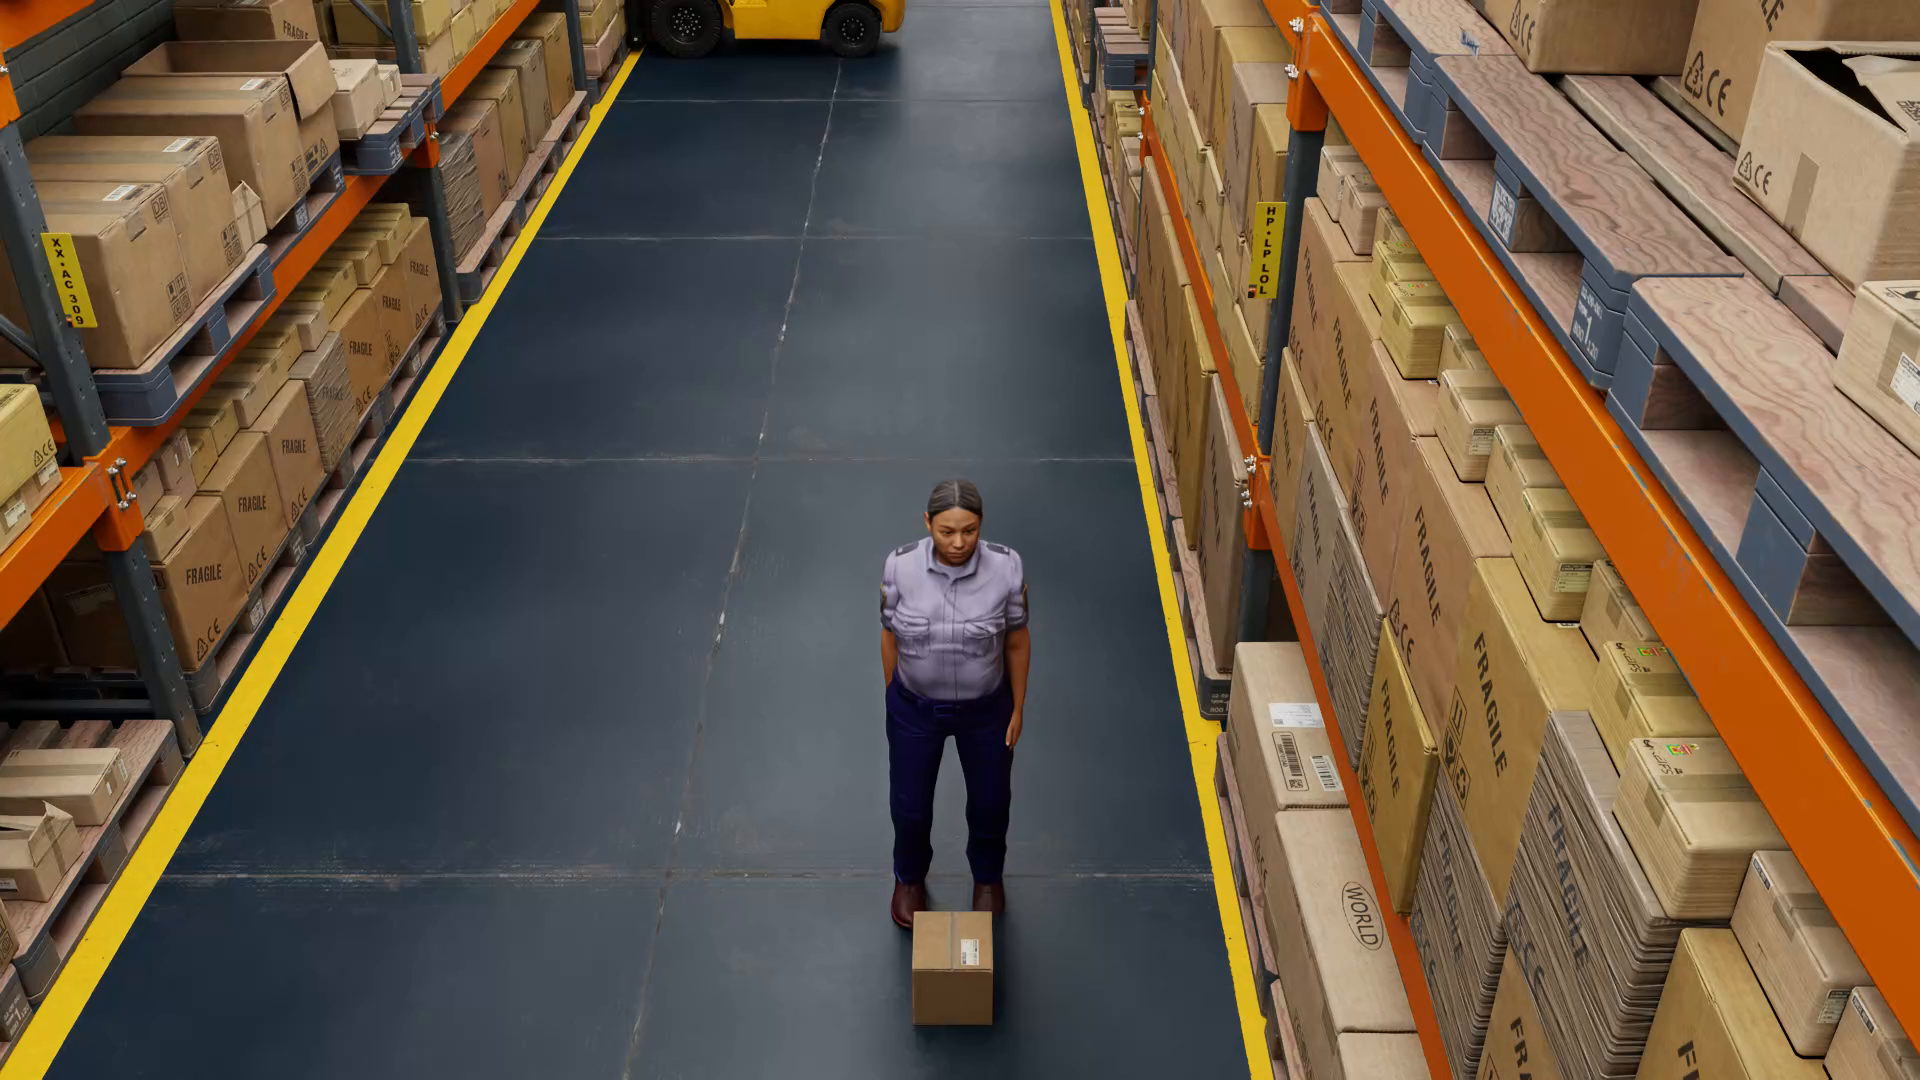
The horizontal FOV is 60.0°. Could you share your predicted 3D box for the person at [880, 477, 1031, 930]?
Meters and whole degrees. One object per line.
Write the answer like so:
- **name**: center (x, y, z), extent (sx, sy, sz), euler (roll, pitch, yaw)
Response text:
- **person**: center (-0.014, 0.545, 5.298), extent (0.469, 1.663, 0.342), euler (1, 32, 1)
